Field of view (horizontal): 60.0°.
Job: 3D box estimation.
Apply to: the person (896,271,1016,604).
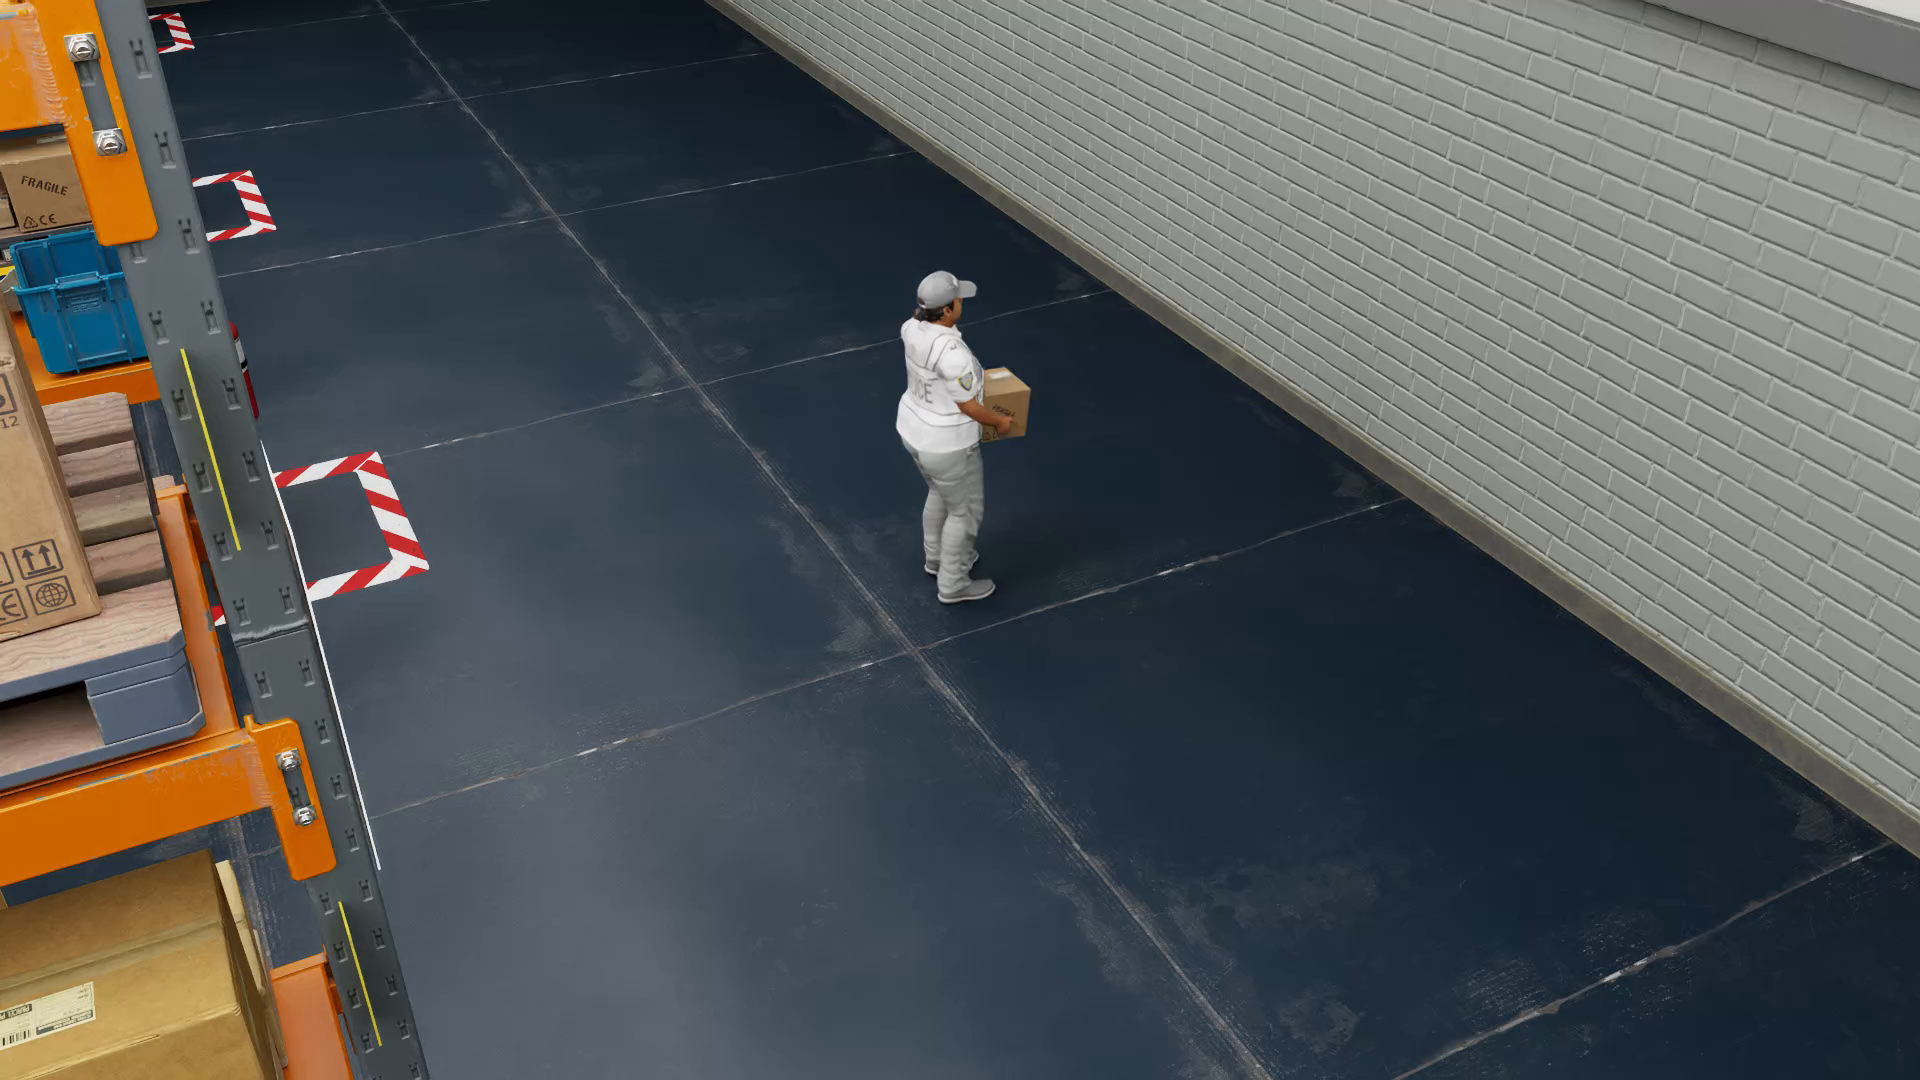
[{"bbox_3d":[-0.023,-0.506,7.904,0.523,1.668,0.480,-16,37,-23],"label":"person"}]
